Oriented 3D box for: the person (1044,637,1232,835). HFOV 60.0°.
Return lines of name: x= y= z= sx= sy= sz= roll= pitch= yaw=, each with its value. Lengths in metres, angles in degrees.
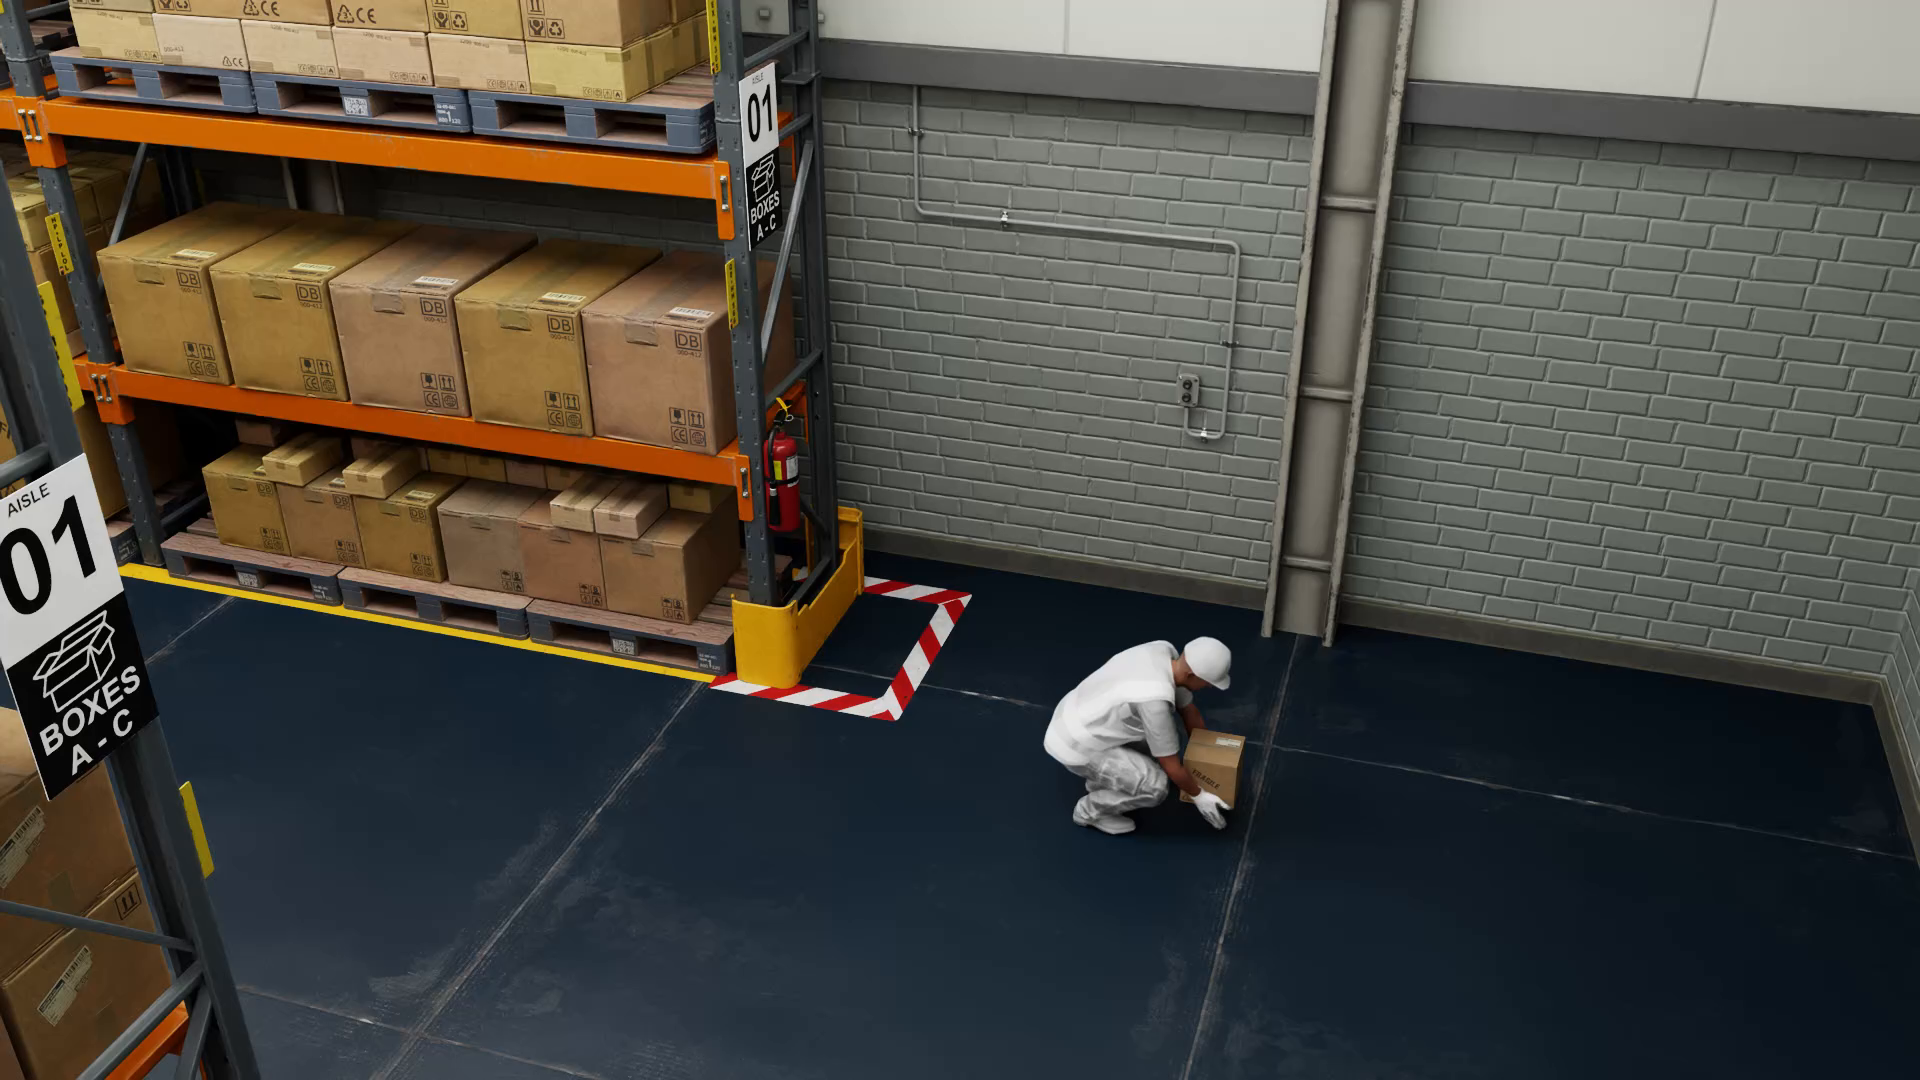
person: x=0.859 y=0.867 z=7.746 sx=0.901 sy=0.996 sz=0.566 roll=8 pitch=30 yaw=14
